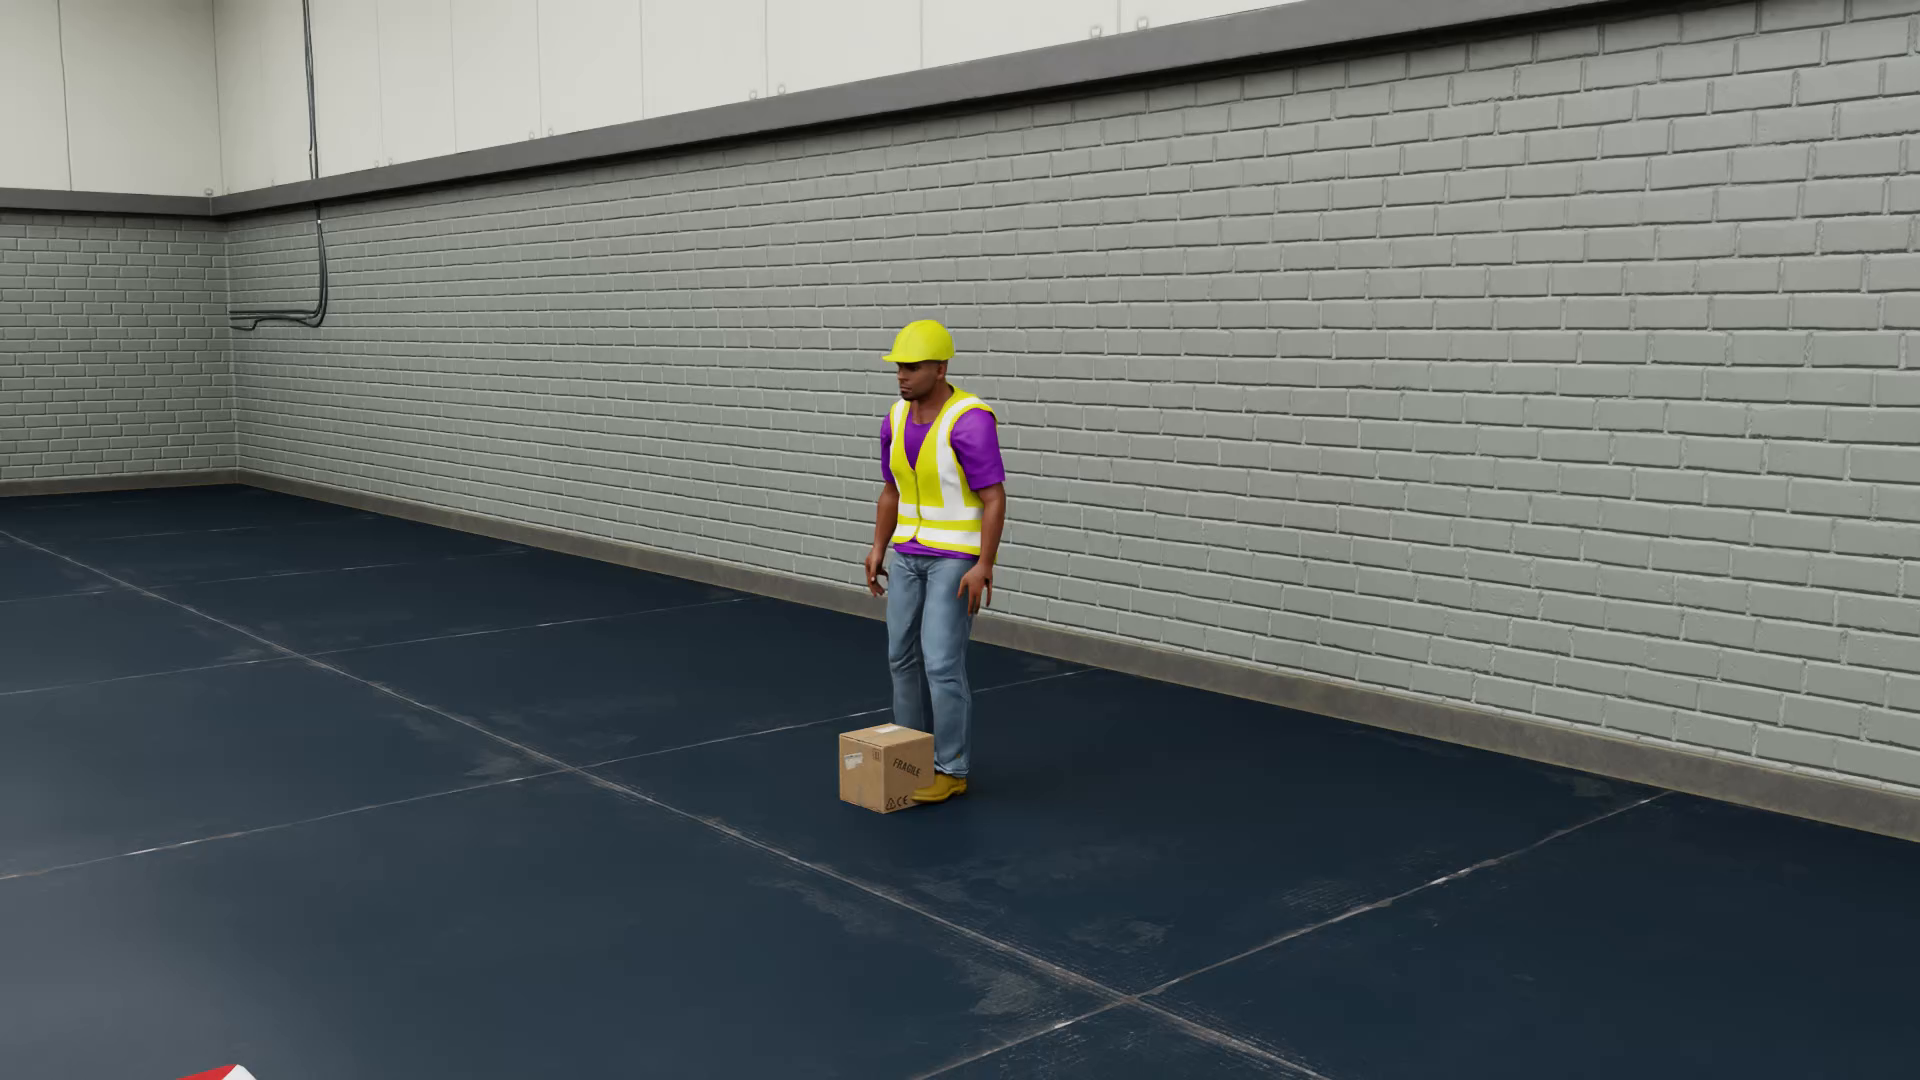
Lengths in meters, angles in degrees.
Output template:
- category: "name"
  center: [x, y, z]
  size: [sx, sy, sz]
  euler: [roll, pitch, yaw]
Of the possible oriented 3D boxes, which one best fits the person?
- category: "person"
  center: [-0.103, 0.070, 6.166]
  size: [0.458, 1.761, 0.638]
  euler: [-7, 10, -43]
